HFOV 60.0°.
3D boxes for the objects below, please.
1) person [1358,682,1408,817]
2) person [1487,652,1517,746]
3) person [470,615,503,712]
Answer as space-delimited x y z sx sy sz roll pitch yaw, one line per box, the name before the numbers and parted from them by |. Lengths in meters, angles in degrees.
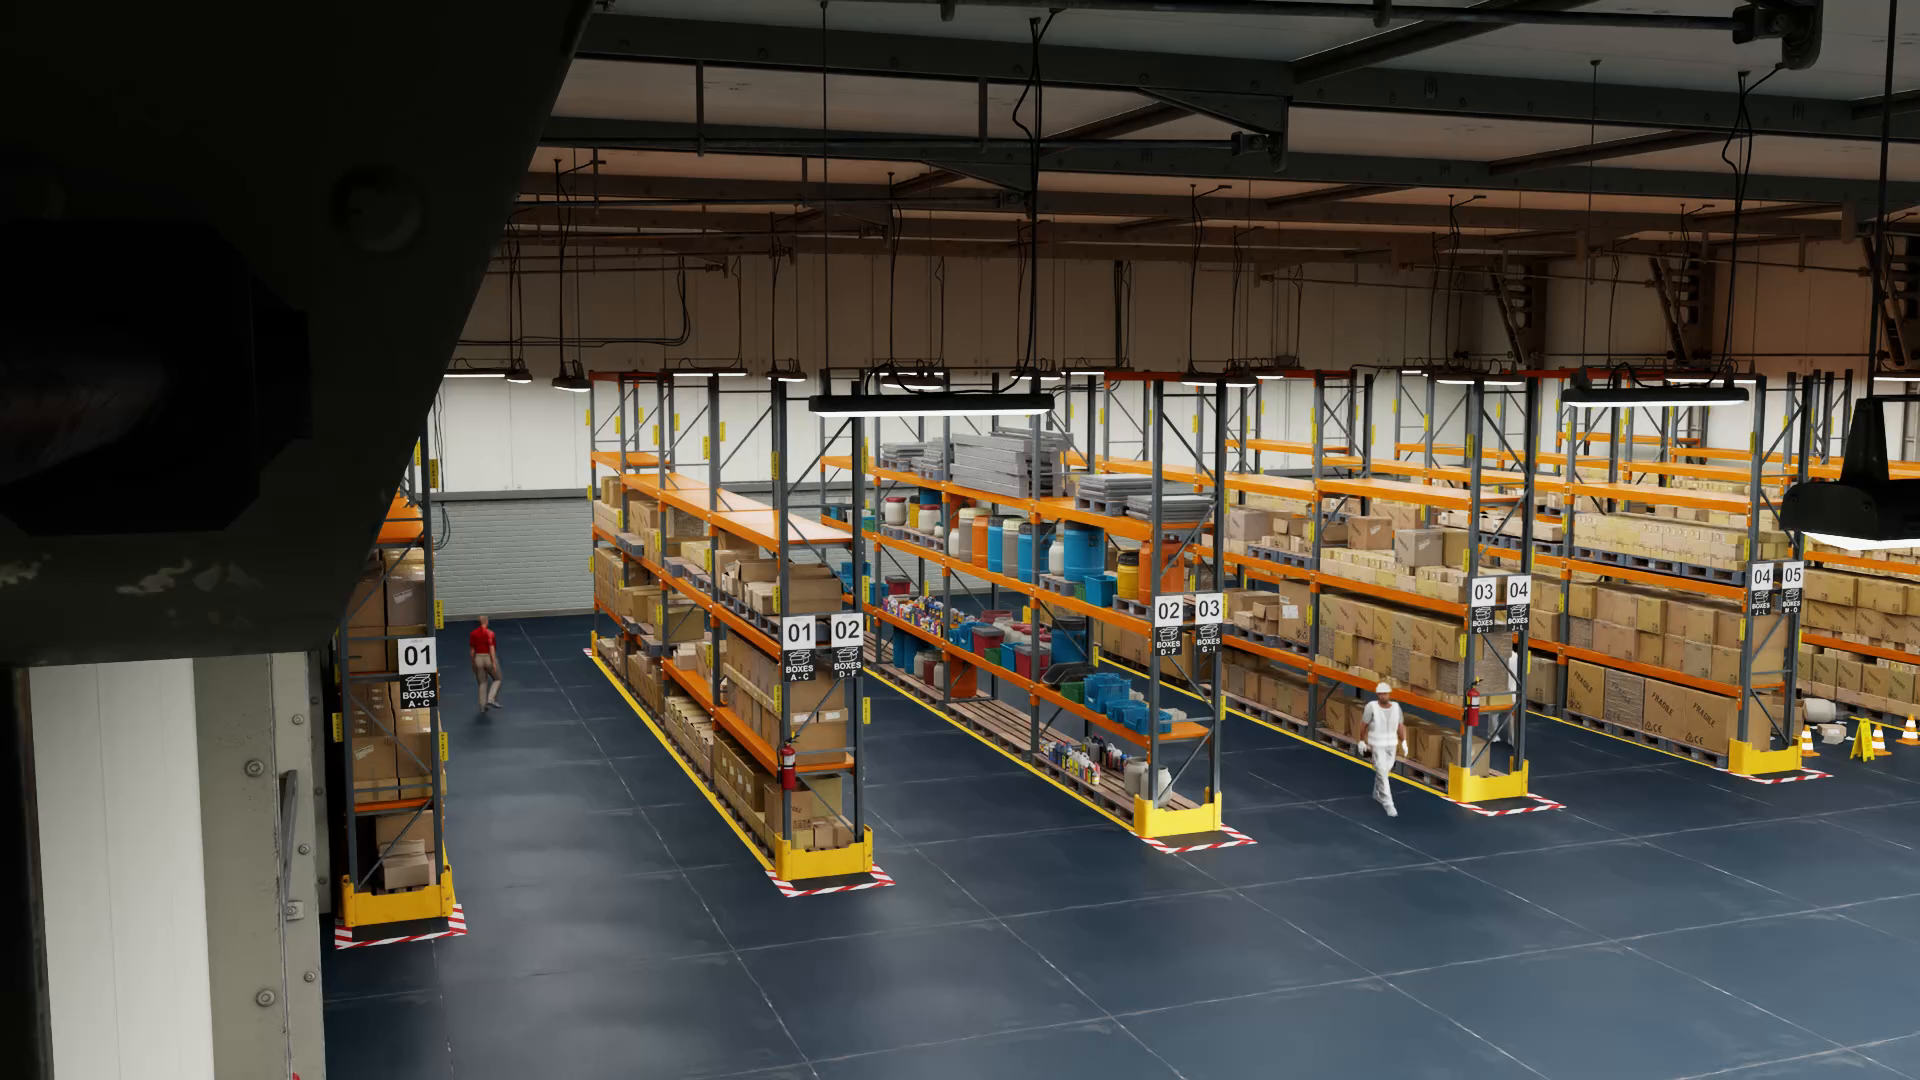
person | 5.920 2.876 23.140 0.588 1.793 0.832 -2 7 -14
person | 8.811 2.470 26.965 0.616 1.827 0.791 0 6 4
person | -8.406 2.184 29.421 0.577 1.703 0.479 0 6 3
